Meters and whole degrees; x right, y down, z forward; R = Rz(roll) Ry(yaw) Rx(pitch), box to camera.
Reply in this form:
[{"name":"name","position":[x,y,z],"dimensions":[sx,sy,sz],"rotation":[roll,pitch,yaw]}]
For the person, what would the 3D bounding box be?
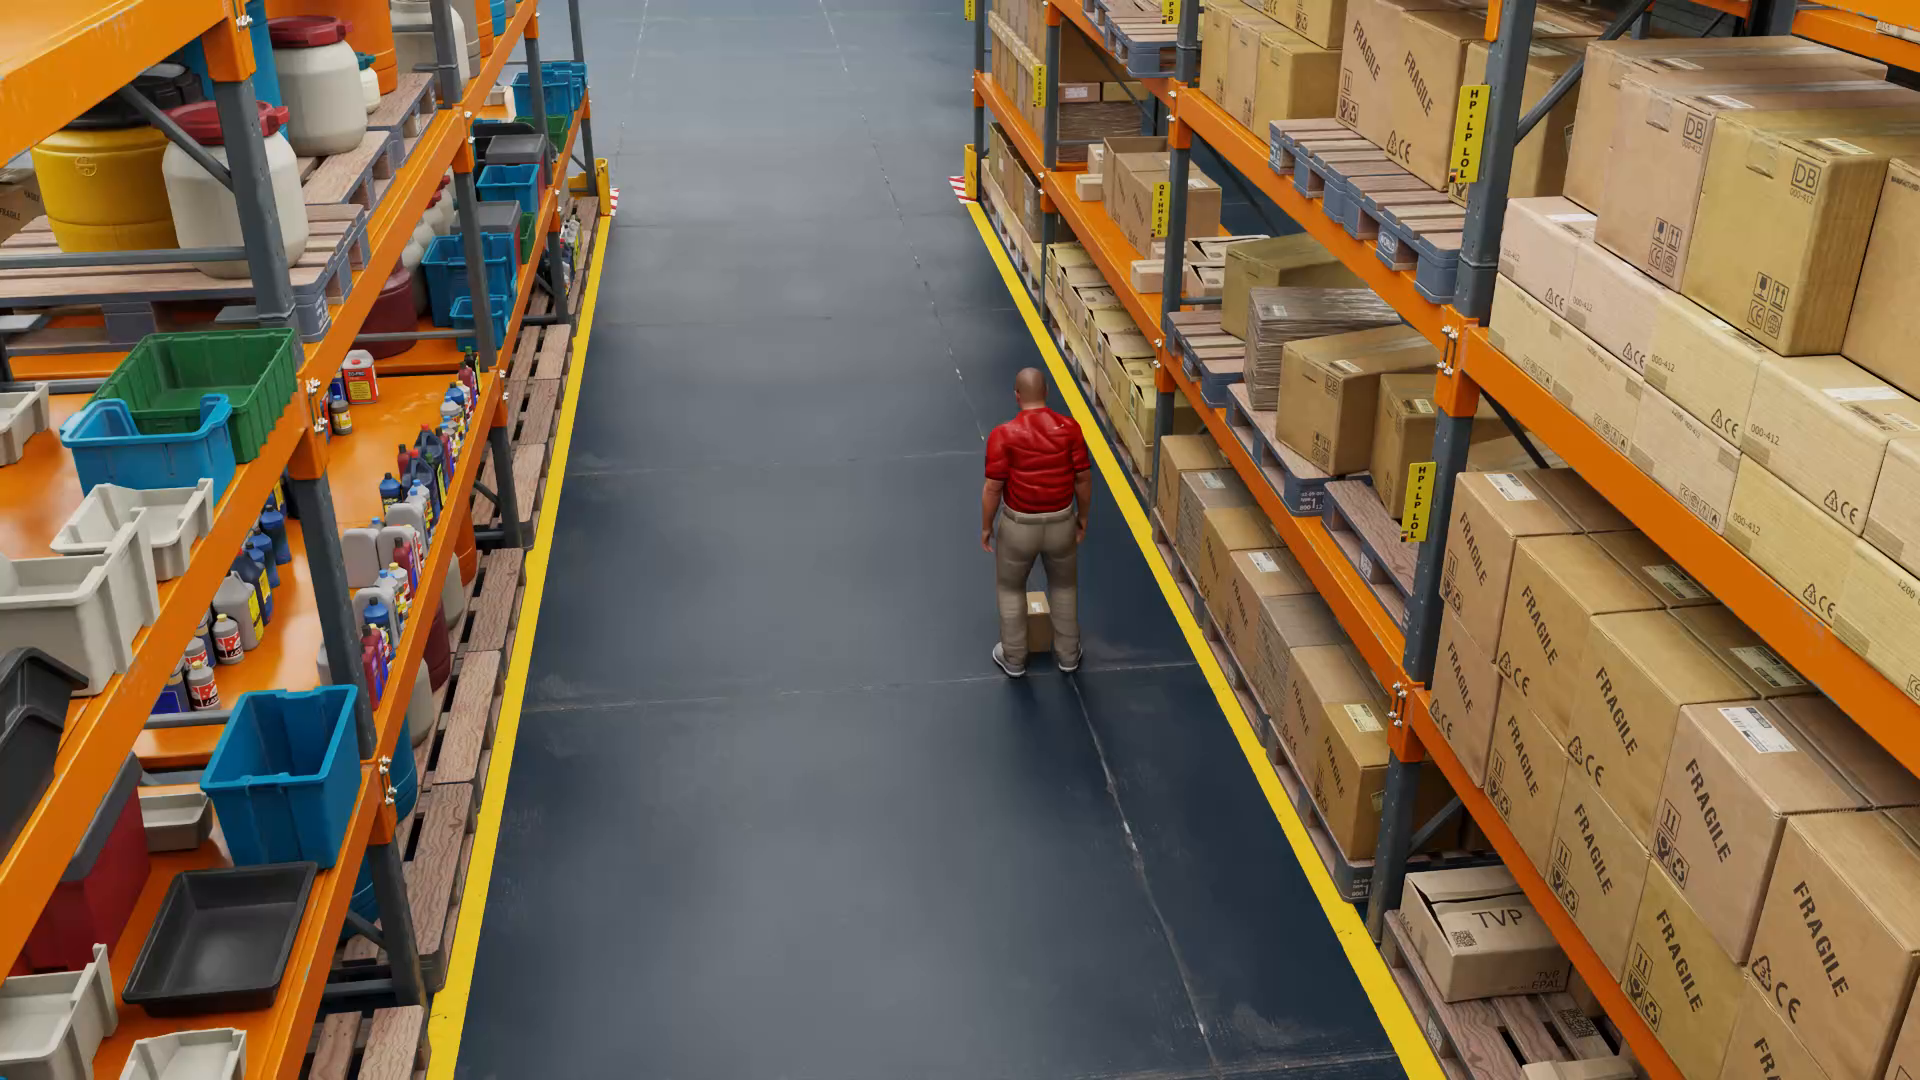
[{"name":"person","position":[0.403,-0.079,8.789],"dimensions":[0.604,1.726,0.394],"rotation":[-5,27,-10]}]
